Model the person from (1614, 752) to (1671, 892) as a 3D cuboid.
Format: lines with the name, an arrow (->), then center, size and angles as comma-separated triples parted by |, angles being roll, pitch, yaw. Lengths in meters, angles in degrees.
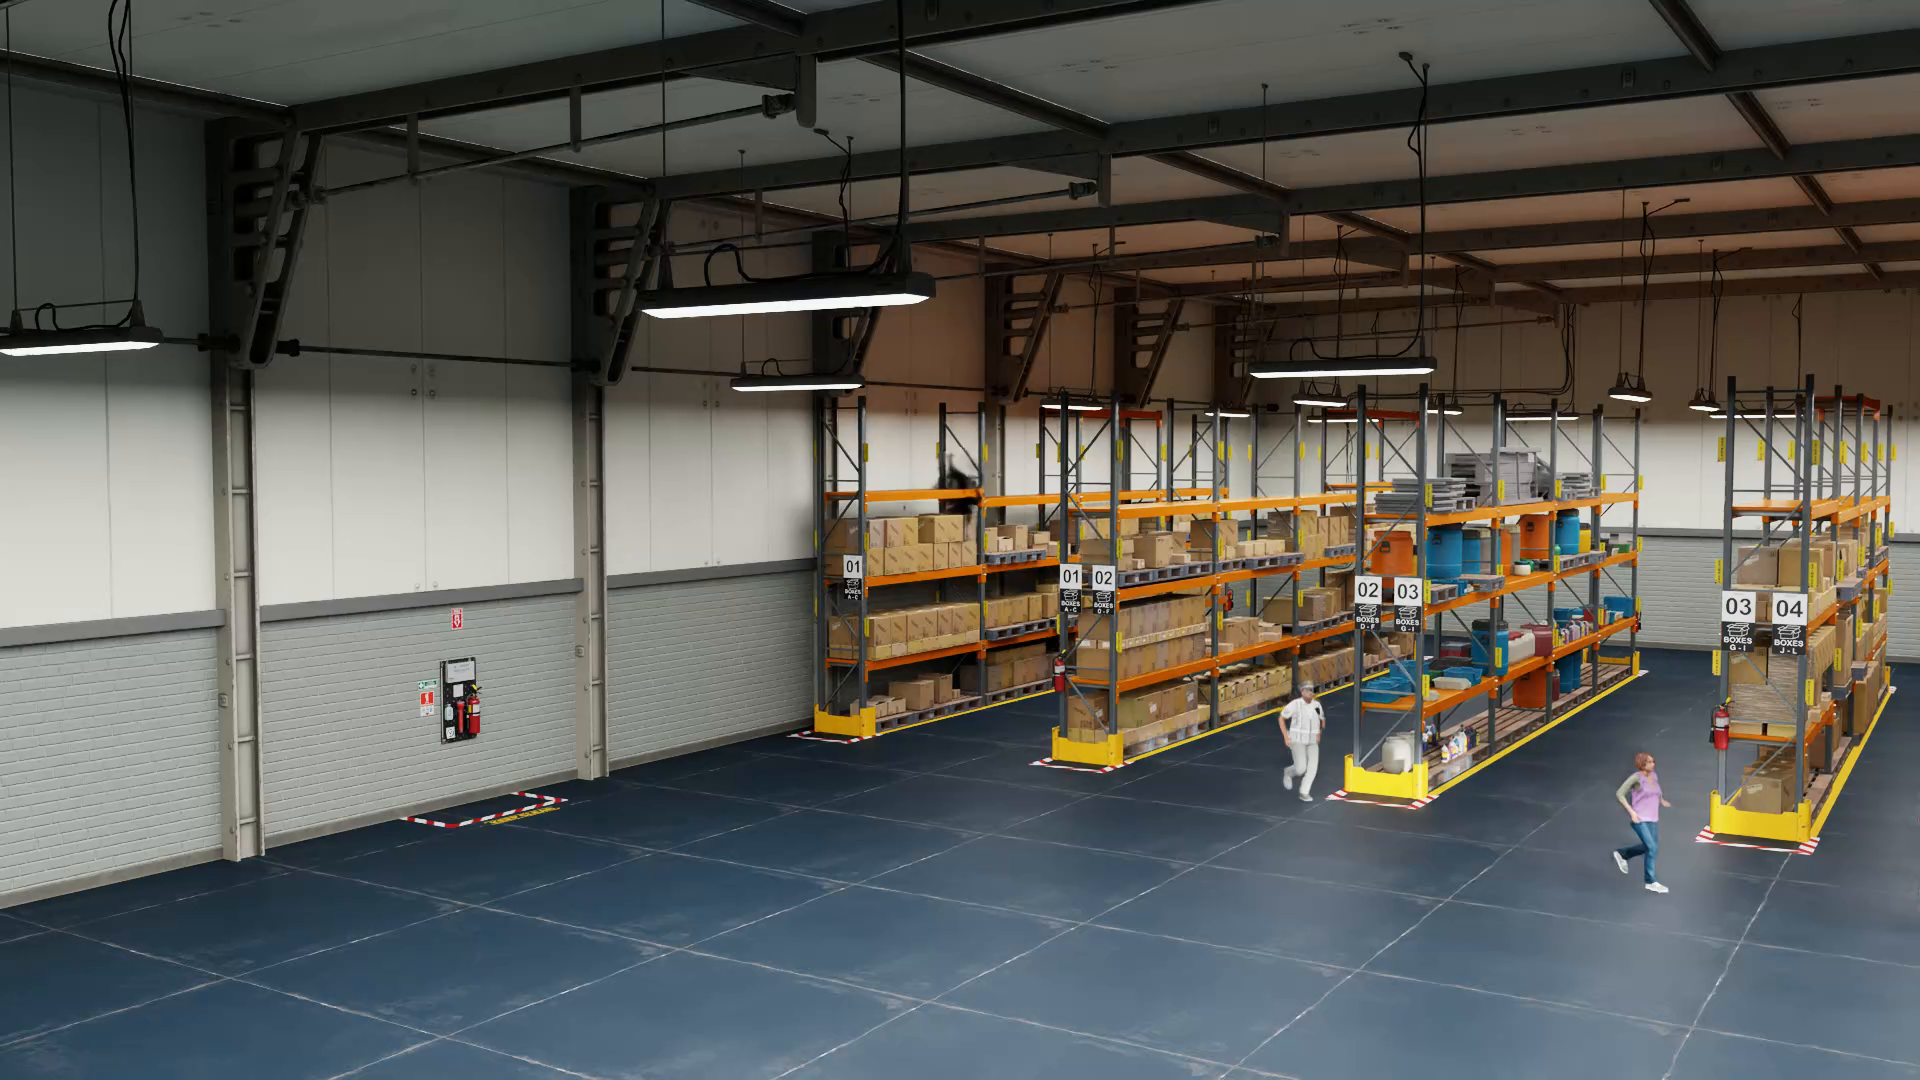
person -> 7.803, 3.214, 19.098 | 0.538, 1.554, 0.736 | -2, 3, -29

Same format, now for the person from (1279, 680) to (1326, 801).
person -> 4.976, 2.879, 24.049 | 0.693, 1.721, 0.619 | -1, 3, -15
